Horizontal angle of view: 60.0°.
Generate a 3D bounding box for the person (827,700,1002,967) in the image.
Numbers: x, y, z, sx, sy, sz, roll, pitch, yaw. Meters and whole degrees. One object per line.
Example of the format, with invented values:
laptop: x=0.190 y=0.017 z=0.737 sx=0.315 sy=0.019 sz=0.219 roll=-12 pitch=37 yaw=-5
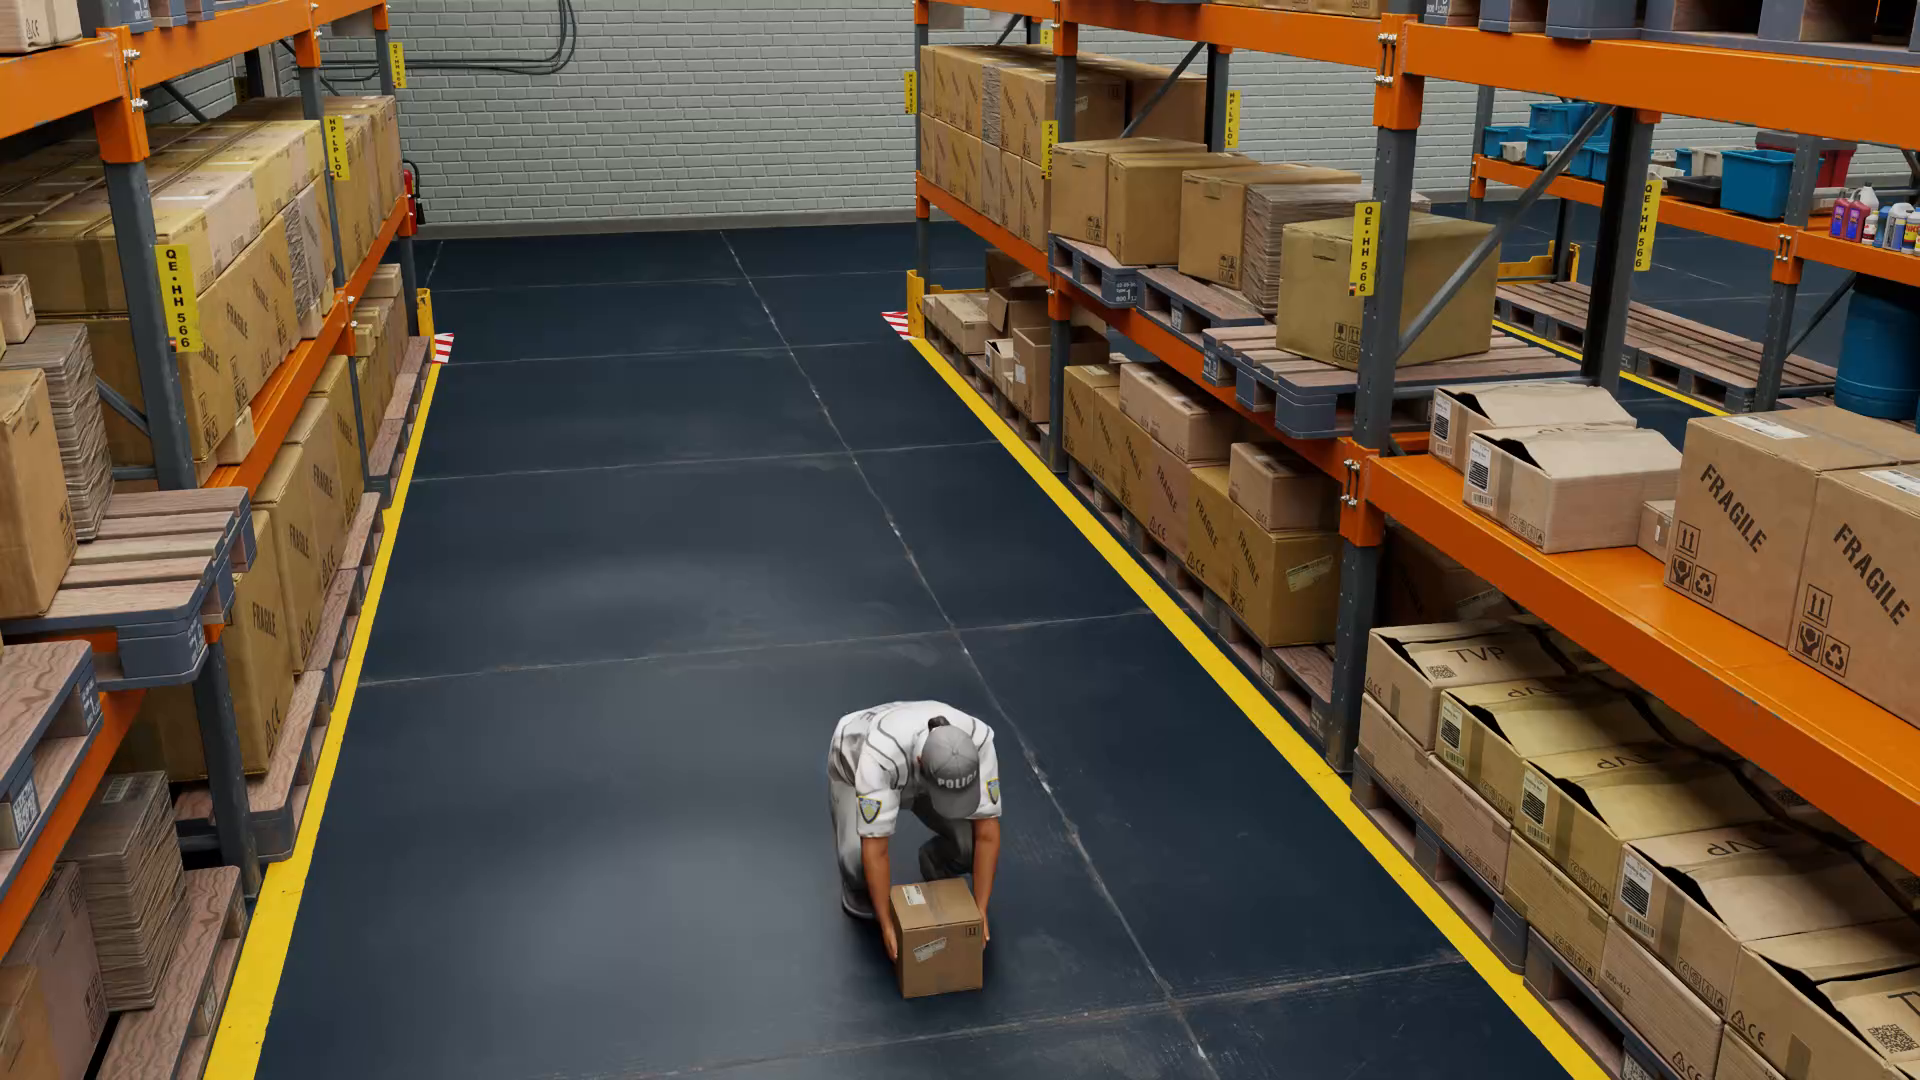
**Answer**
person: x=-0.160 y=0.857 z=5.423 sx=0.525 sy=0.837 sz=0.866 roll=-5 pitch=20 yaw=-12
